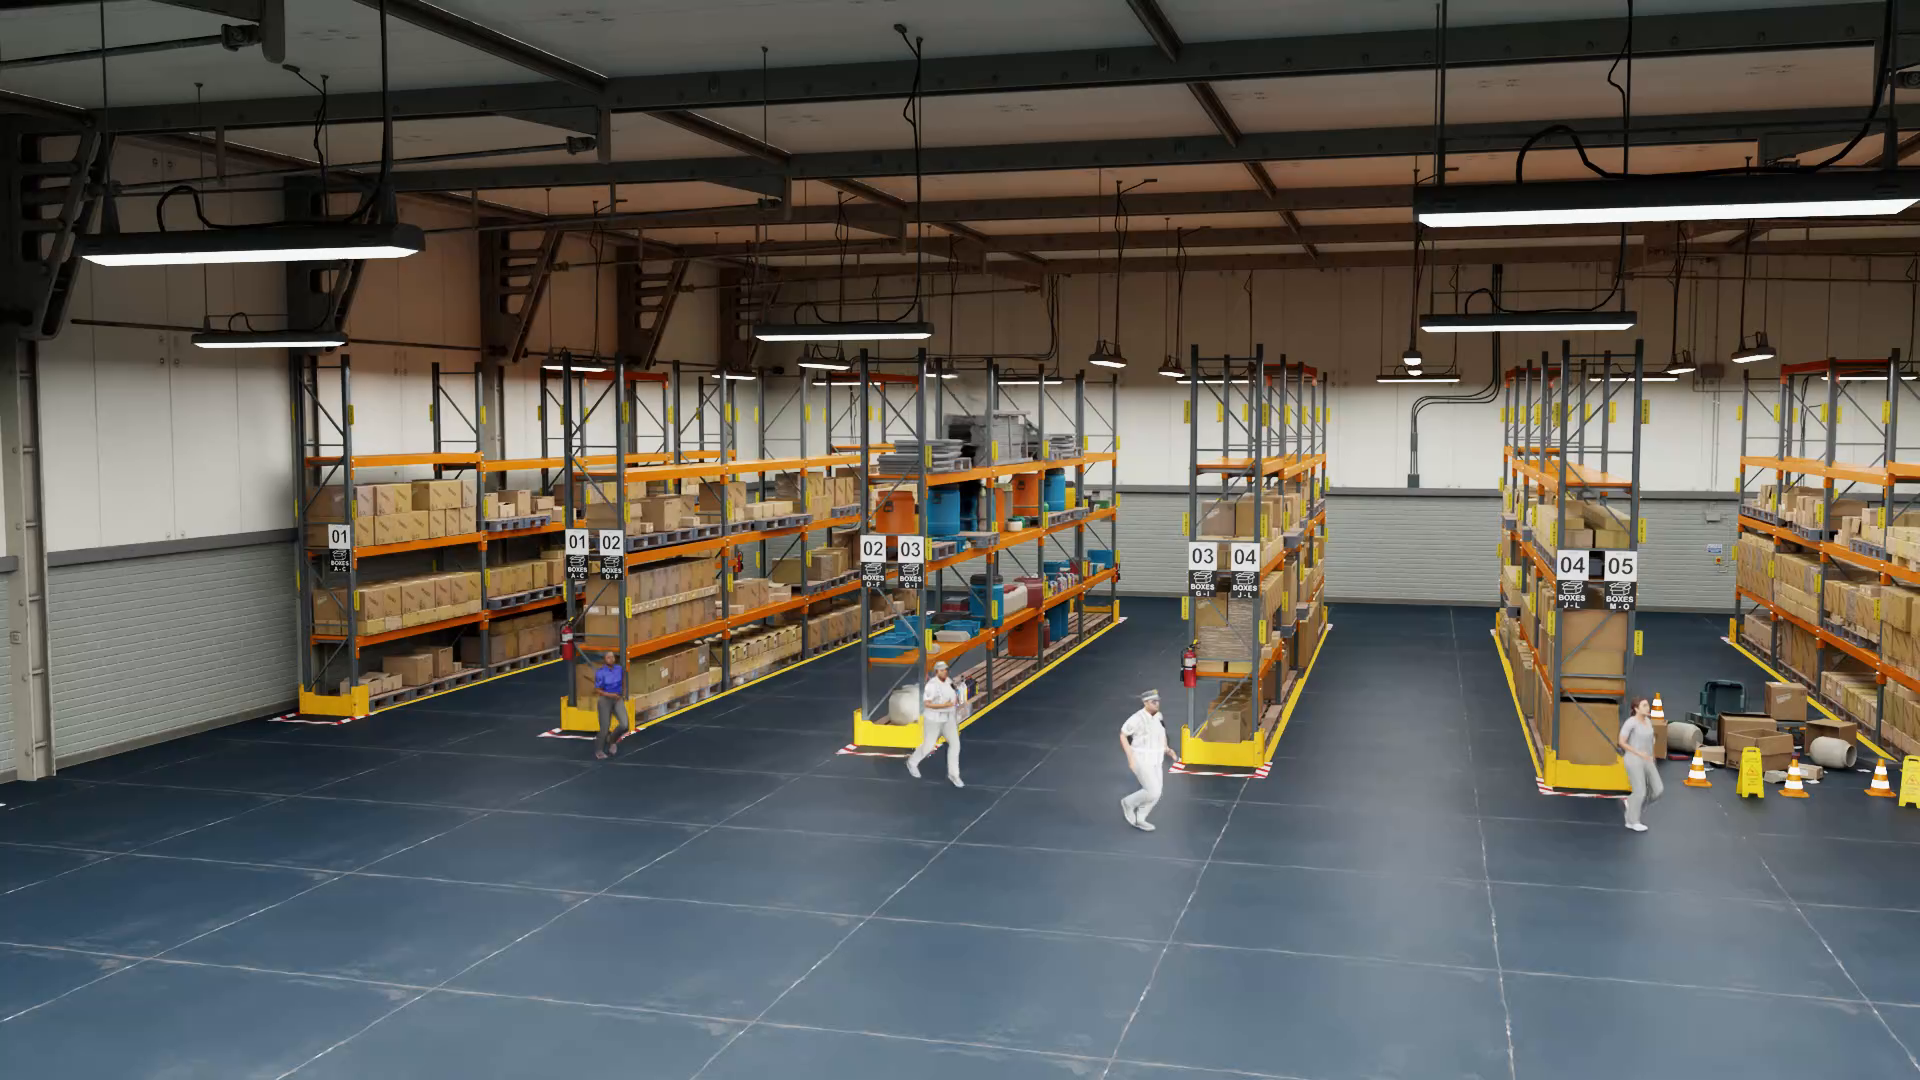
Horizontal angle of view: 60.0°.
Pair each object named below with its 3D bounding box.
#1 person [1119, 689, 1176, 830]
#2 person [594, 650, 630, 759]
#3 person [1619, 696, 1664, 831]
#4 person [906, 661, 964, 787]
[{"bbox_3d":[2.279,2.642,19.991,0.653,1.726,0.631,-4,6,-45],"label":"person"},{"bbox_3d":[-5.025,2.383,24.078,0.593,1.607,0.750,-3,5,-39],"label":"person"},{"bbox_3d":[8.168,2.683,19.996,0.582,1.631,0.556,-2,5,-25],"label":"person"},{"bbox_3d":[-0.312,2.480,22.653,0.612,1.707,0.909,-4,6,-41],"label":"person"}]
